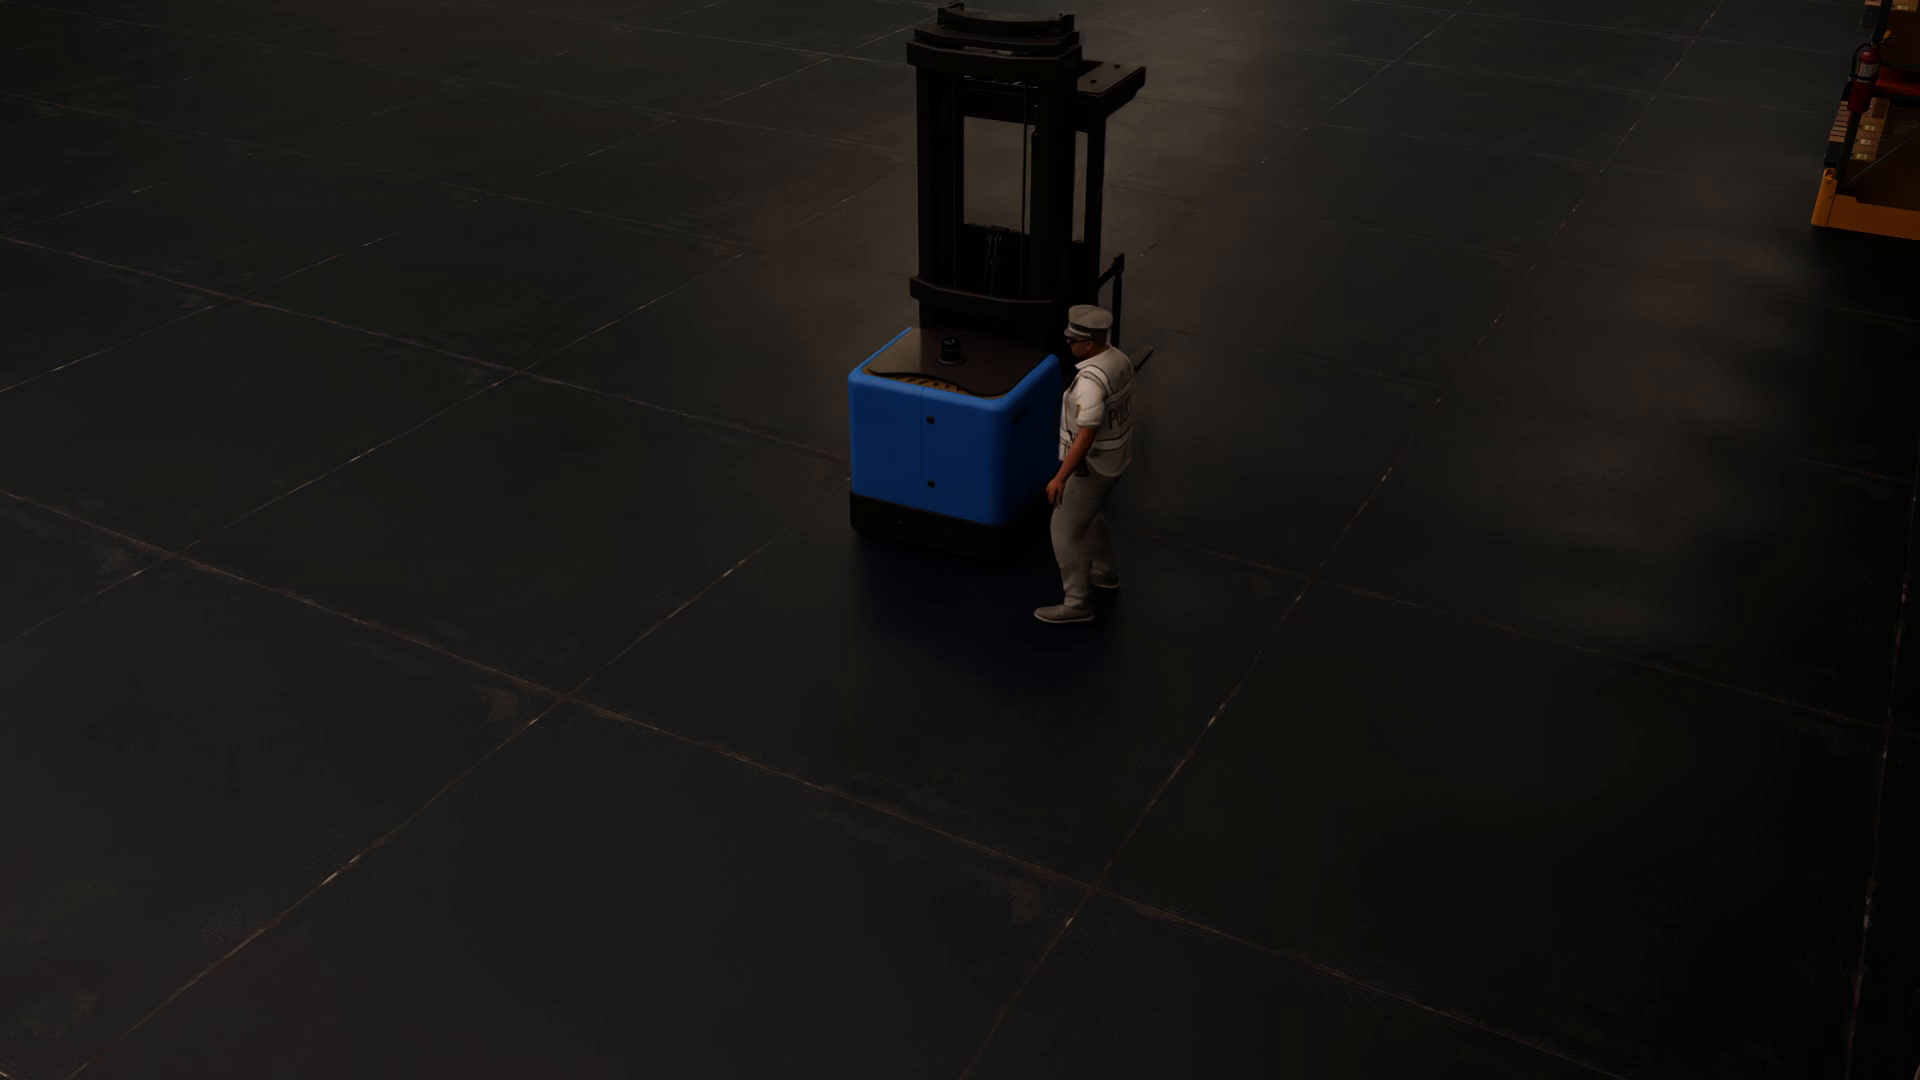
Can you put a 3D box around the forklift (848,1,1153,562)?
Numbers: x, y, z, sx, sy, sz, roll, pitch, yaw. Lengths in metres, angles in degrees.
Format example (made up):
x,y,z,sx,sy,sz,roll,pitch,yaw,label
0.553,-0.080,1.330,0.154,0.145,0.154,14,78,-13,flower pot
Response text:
x,y,z,sx,sy,sz,roll,pitch,yaw,label
0.432,-1.854,10.283,1.130,2.935,3.031,14,33,22,forklift

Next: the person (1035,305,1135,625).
x,y,z,sx,sy,sz,roll,pitch,yaw,label
0.722,-0.434,9.028,0.381,1.726,0.773,12,32,20,person
